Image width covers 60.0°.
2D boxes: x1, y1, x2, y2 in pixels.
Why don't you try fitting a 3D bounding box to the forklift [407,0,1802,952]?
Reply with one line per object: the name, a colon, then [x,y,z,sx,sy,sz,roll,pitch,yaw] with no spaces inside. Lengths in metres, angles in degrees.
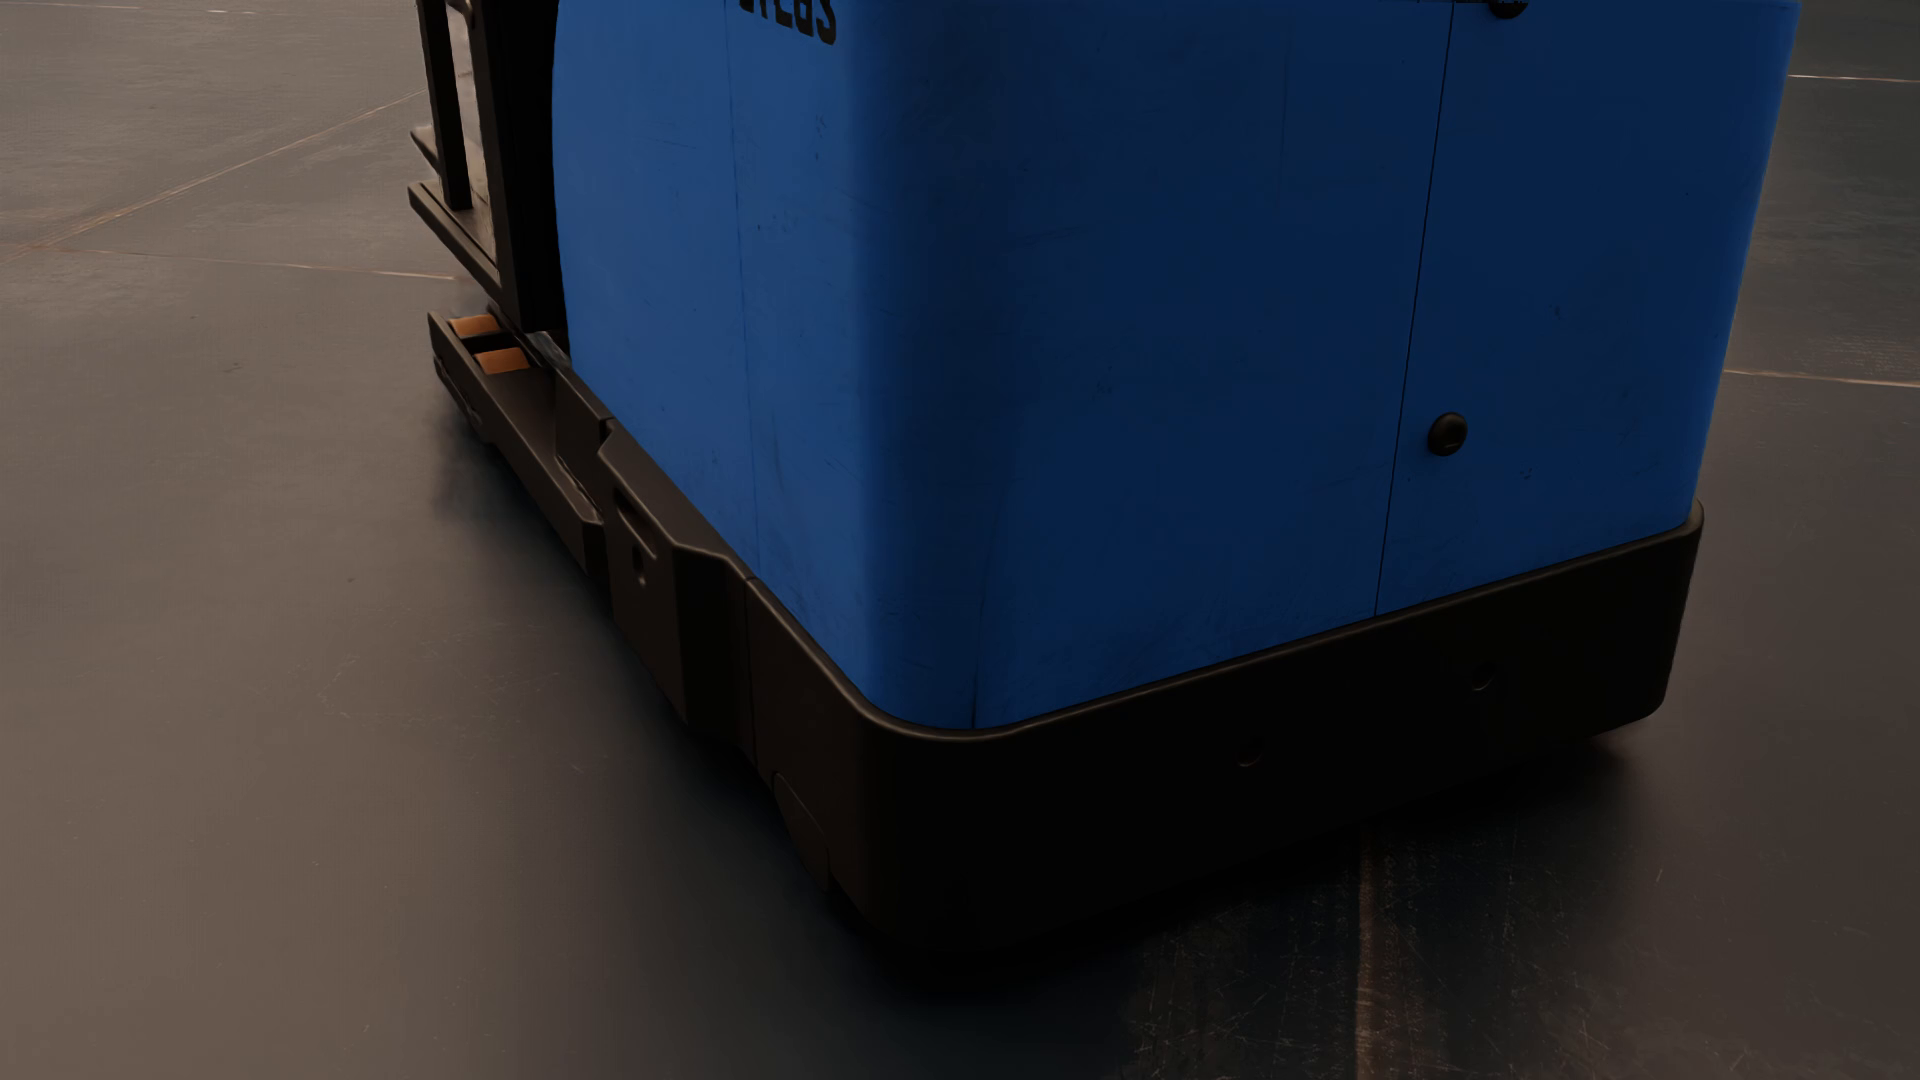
forklift: [-0.289,-1.551,2.321,1.130,2.935,3.031,-13,30,-25]
